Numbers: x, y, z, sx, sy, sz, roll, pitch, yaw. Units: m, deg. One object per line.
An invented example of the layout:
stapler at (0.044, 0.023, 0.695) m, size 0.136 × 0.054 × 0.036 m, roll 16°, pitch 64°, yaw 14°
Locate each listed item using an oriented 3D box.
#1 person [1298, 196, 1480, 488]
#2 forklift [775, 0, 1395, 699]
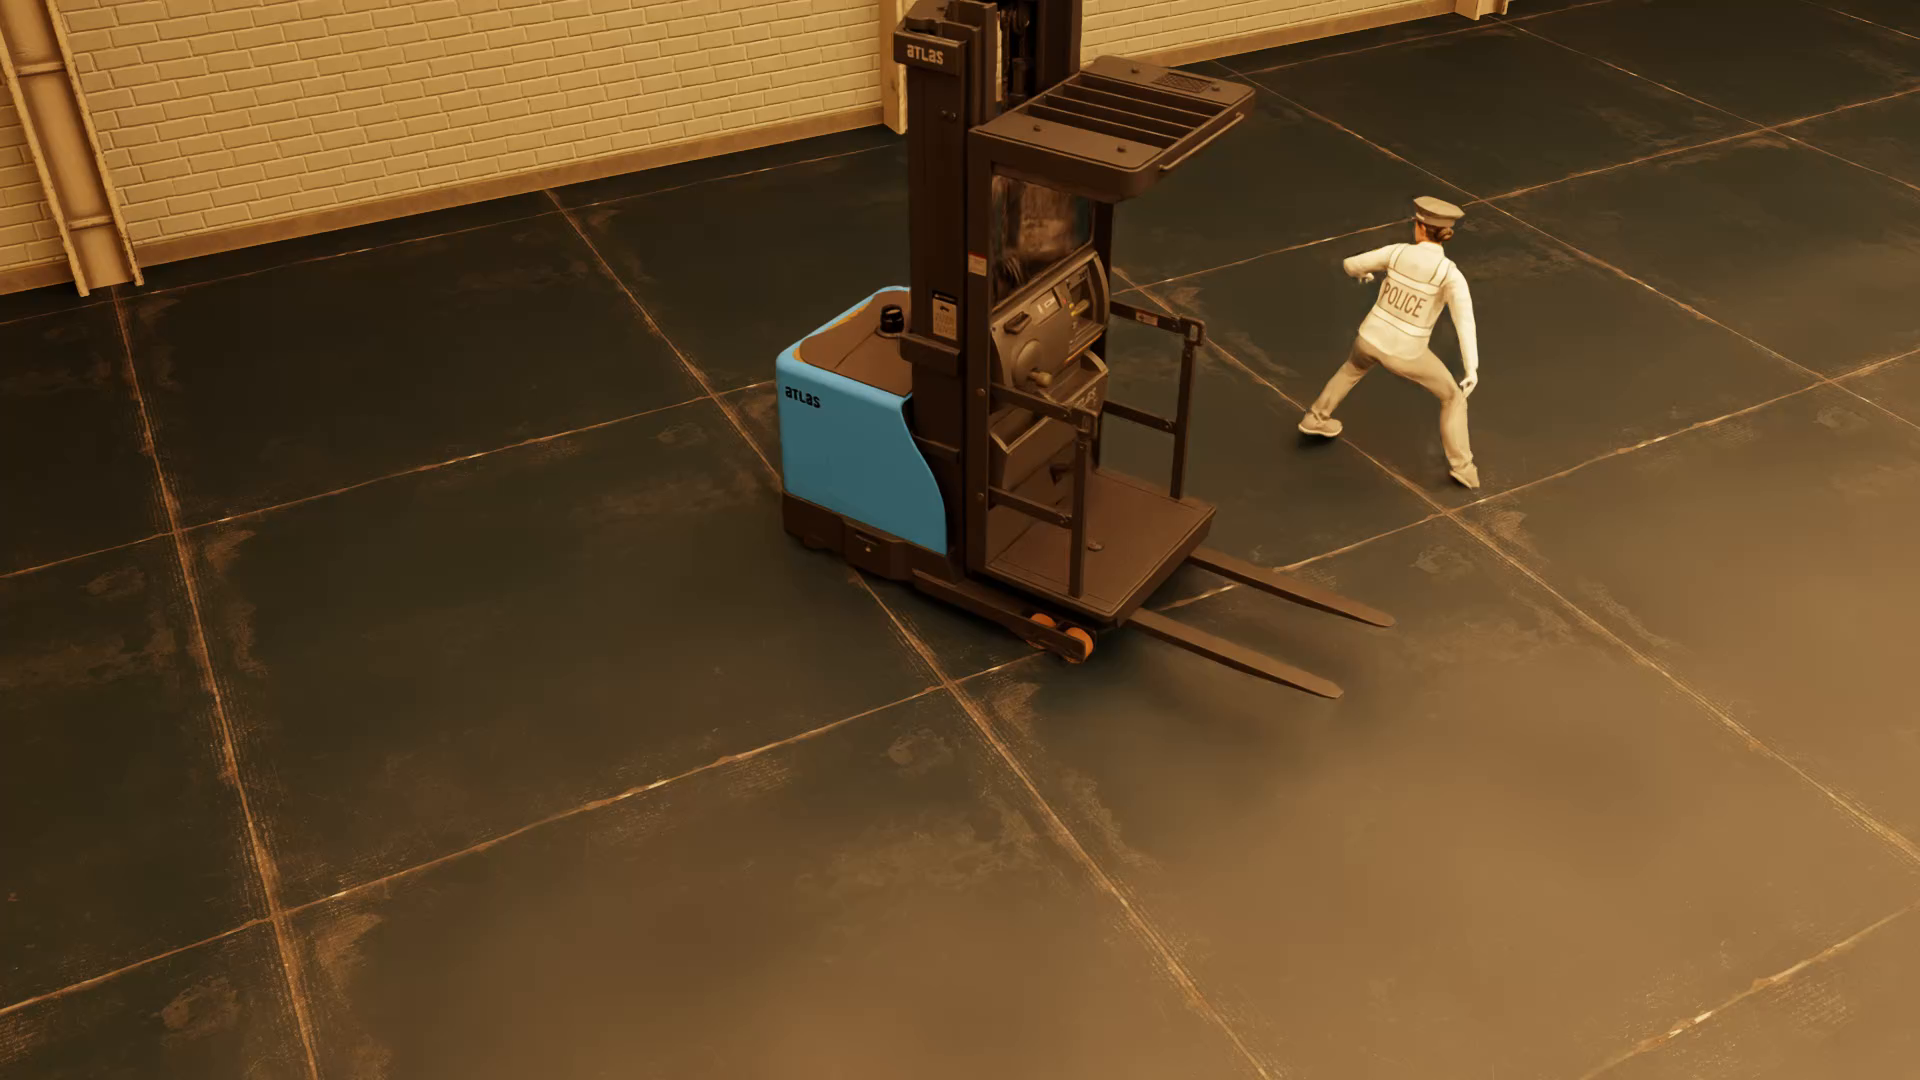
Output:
person at (2.401, -1.004, 8.877) m, size 0.526 × 1.621 × 1.014 m, roll -29°, pitch 44°, yaw -34°
forklift at (0.589, -0.967, 7.492) m, size 3.031 × 2.935 × 1.130 m, roll 21°, pitch 40°, yaw 27°
